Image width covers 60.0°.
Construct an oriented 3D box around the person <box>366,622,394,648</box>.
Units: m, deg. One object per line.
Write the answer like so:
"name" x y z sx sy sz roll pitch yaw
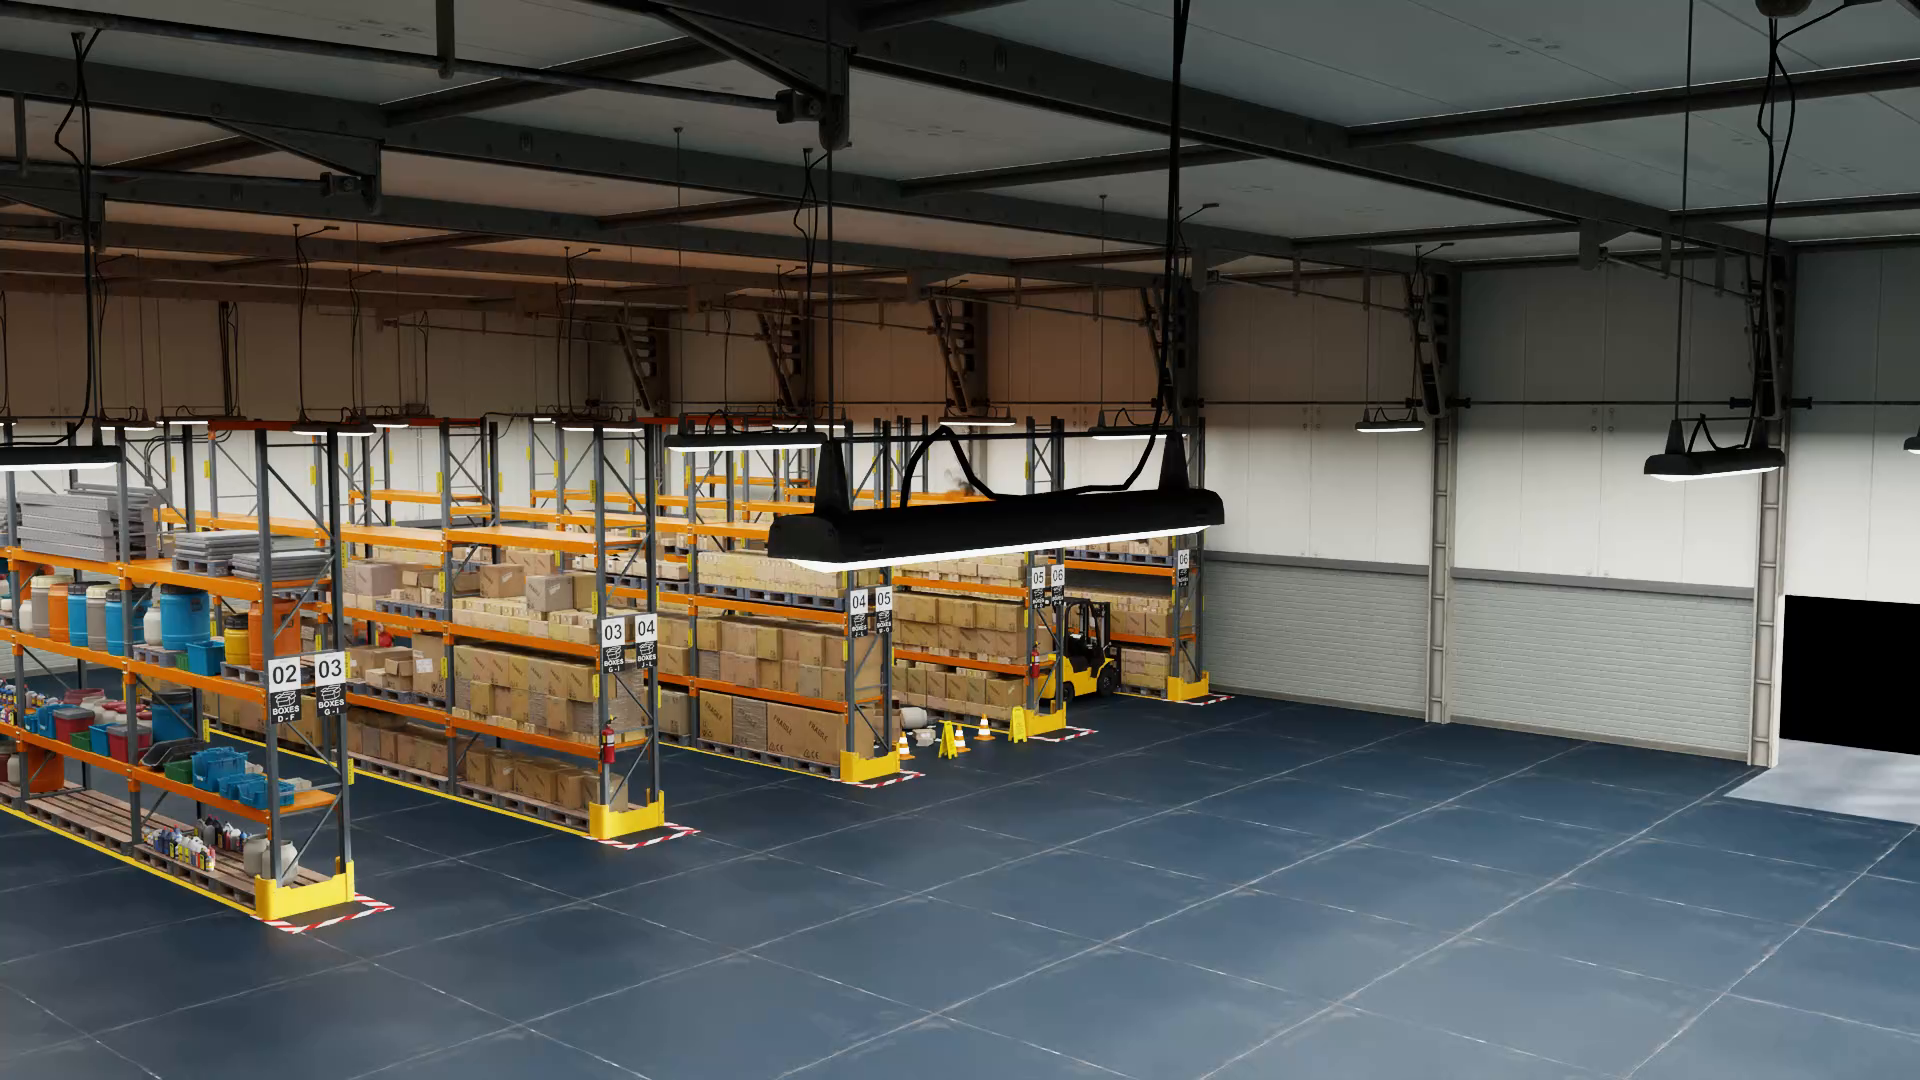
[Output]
"person" -12.209 2.570 35.184 0.917 1.689 0.678 4 6 43
